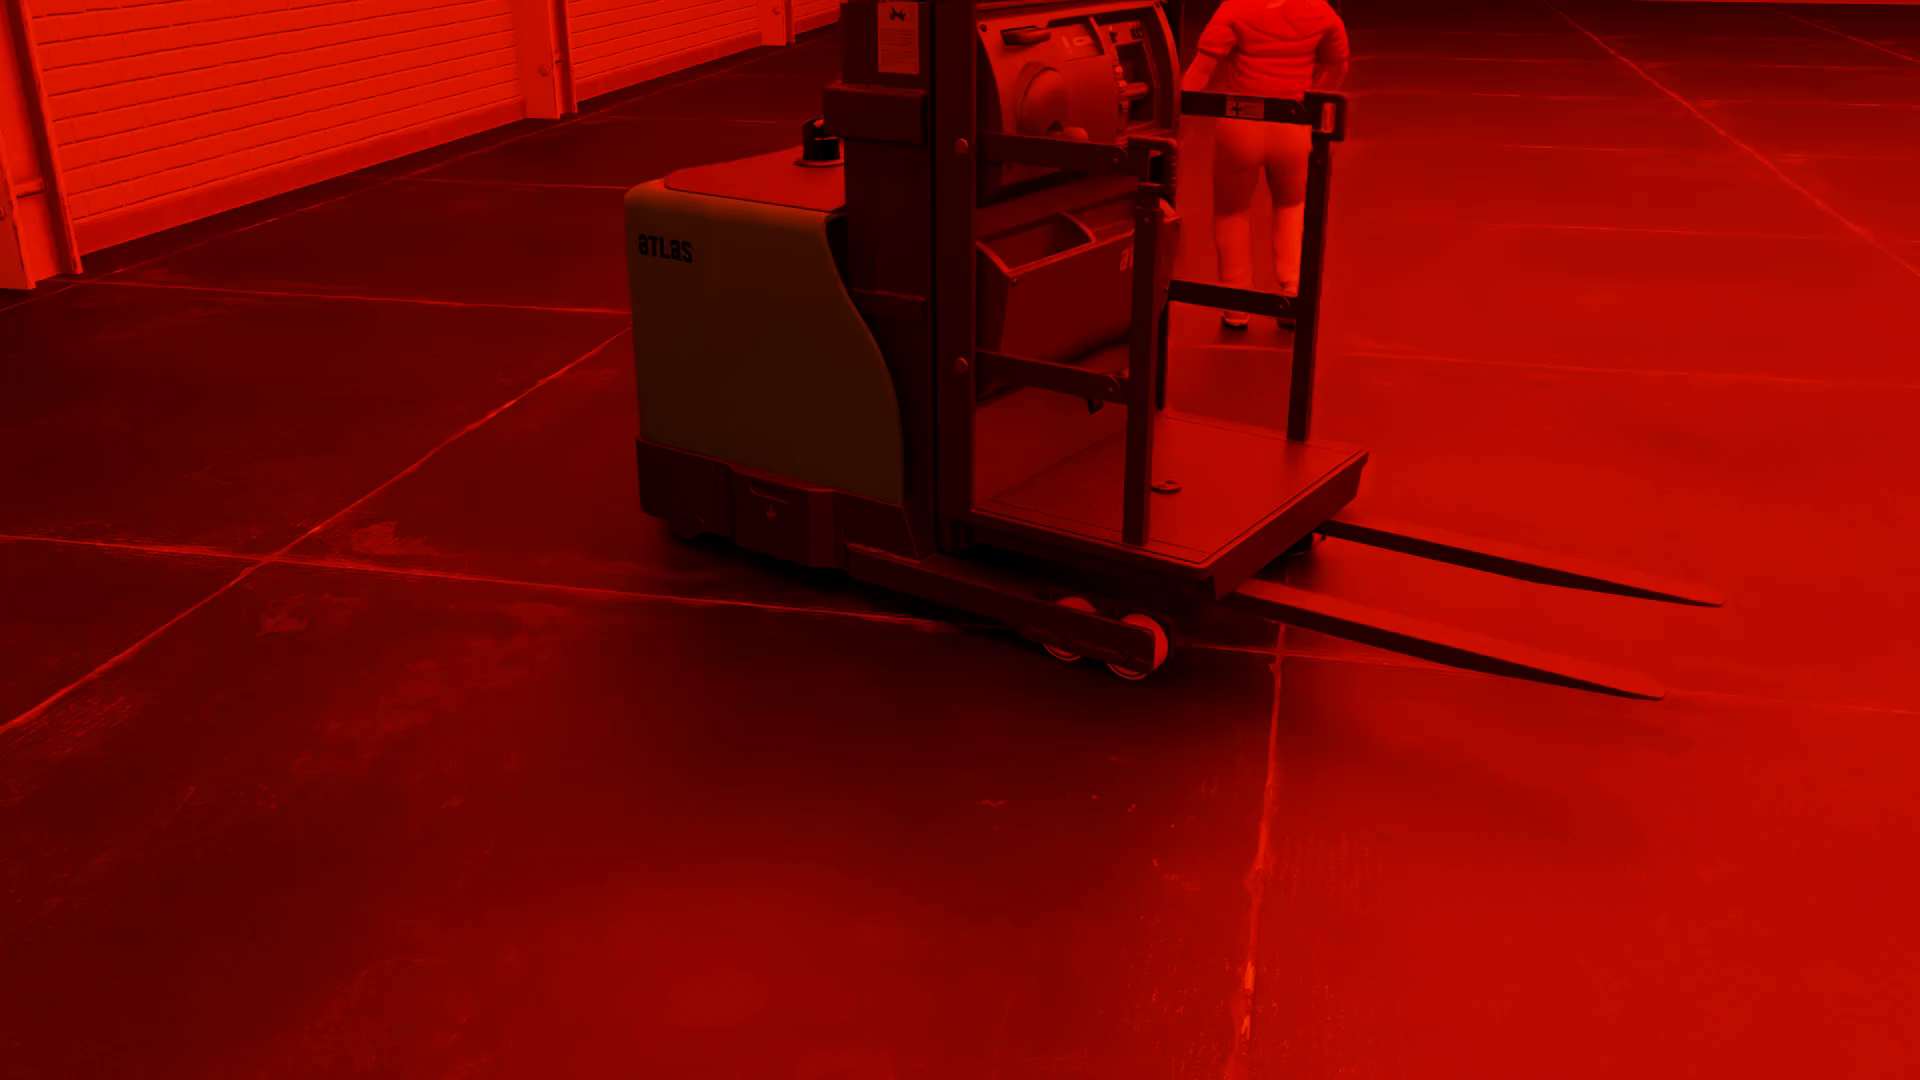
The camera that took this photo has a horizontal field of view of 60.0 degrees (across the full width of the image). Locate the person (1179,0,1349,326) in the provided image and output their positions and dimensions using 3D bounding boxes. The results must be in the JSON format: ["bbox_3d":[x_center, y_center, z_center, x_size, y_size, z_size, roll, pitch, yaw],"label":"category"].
[{"bbox_3d":[1.268,-1.759,7.247,0.779,1.707,0.492,1,22,3],"label":"person"}]

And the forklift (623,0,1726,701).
[{"bbox_3d":[0.502,-1.226,4.274,3.031,2.935,1.130,15,26,32],"label":"forklift"}]
